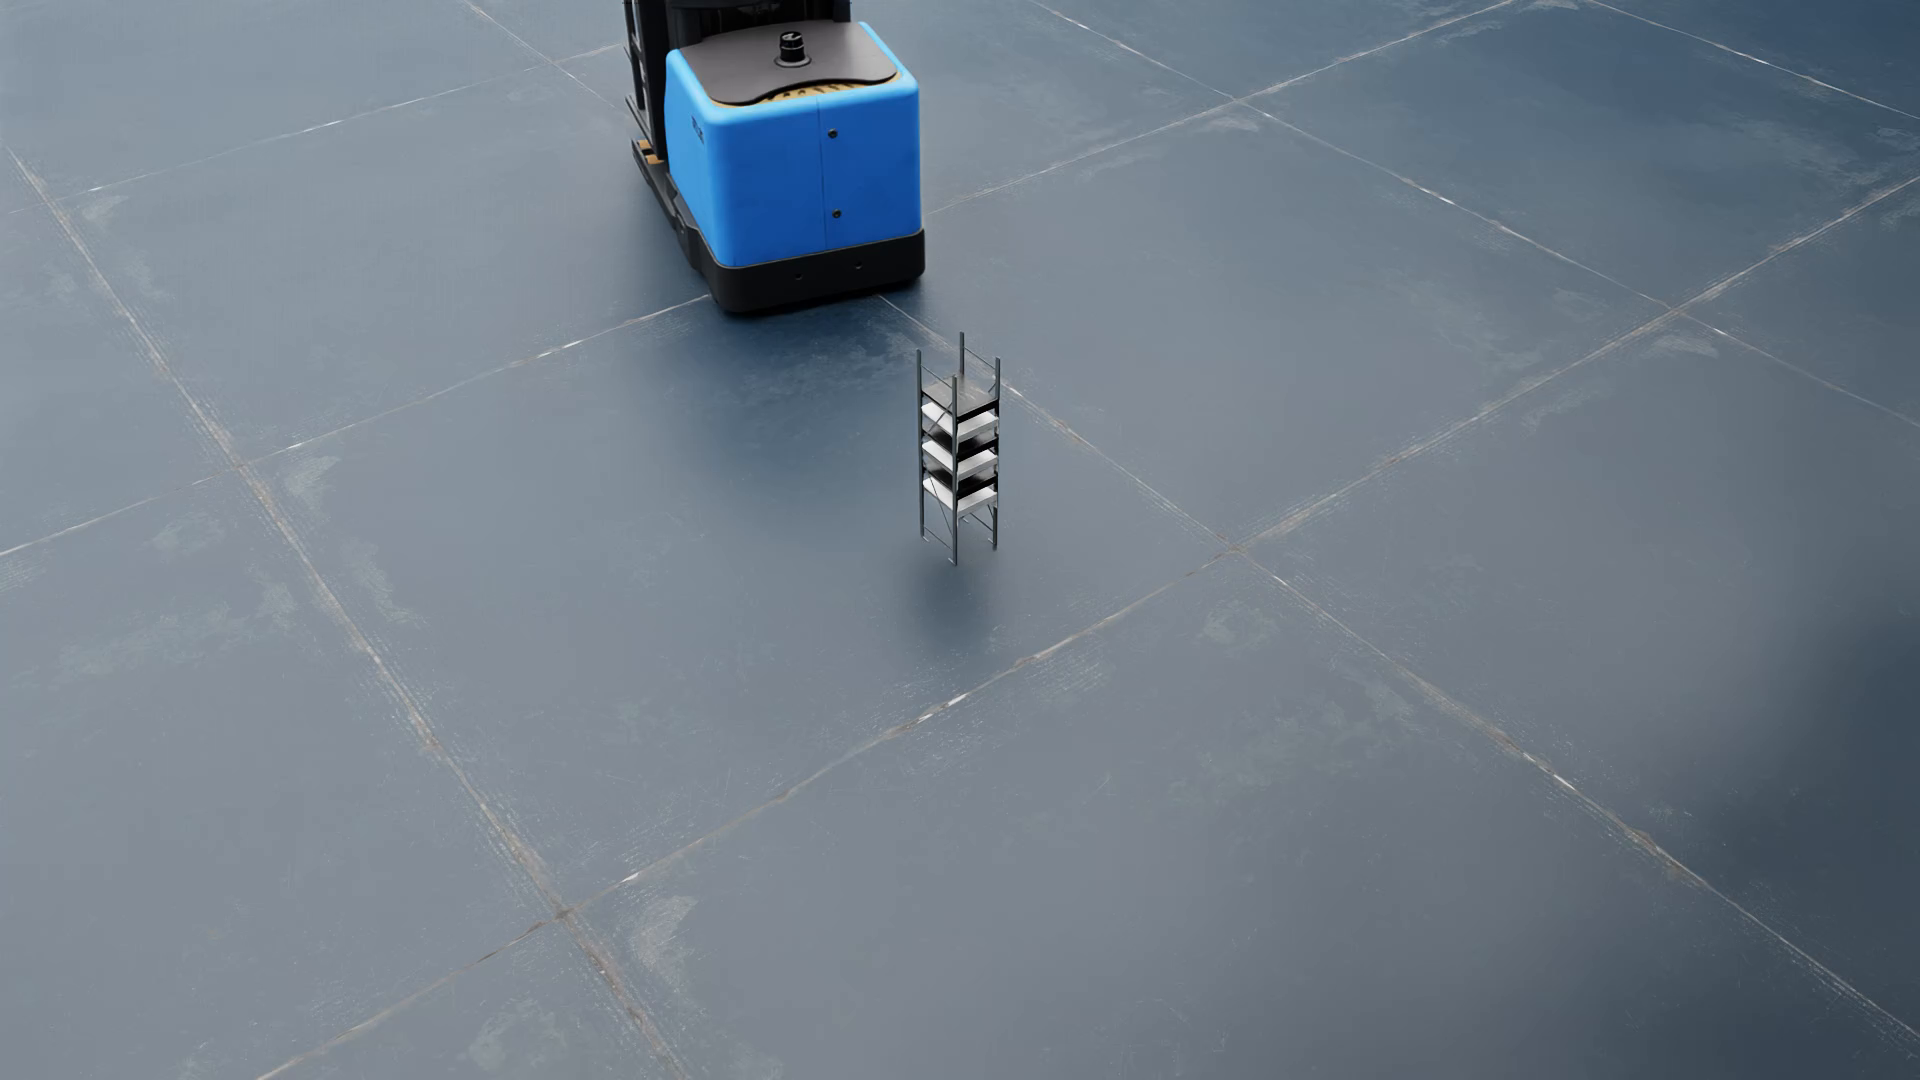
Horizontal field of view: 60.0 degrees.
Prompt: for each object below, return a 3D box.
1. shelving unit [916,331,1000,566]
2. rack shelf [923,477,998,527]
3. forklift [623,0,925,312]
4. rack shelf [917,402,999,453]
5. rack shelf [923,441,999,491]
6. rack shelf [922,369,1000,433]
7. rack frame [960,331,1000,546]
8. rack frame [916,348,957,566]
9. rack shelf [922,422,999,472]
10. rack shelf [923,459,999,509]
[{"bbox_3d":[-0.006,-0.345,6.461,0.210,0.900,0.258,-26,46,-28],"label":"shelving unit"},{"bbox_3d":[-0.006,-0.180,6.596,0.200,0.077,0.258,-26,46,-28],"label":"rack shelf"},{"bbox_3d":[-1.178,-3.165,8.298,1.130,2.935,3.031,-14,41,-16],"label":"forklift"},{"bbox_3d":[-0.006,-0.458,6.368,0.200,0.077,0.258,-26,46,-28],"label":"rack shelf"},{"bbox_3d":[-0.006,-0.319,6.482,0.200,0.077,0.258,-26,46,-28],"label":"rack shelf"},{"bbox_3d":[-0.006,-0.528,6.311,0.200,0.077,0.258,-26,46,-28],"label":"rack shelf"},{"bbox_3d":[0.074,-0.384,6.509,0.006,0.900,0.240,-26,46,-28],"label":"rack frame"},{"bbox_3d":[-0.087,-0.305,6.413,0.006,0.900,0.240,-26,46,-28],"label":"rack frame"},{"bbox_3d":[-0.006,-0.389,6.425,0.200,0.077,0.258,-26,46,-28],"label":"rack shelf"},{"bbox_3d":[-0.006,-0.249,6.539,0.200,0.077,0.258,-26,46,-28],"label":"rack shelf"}]
